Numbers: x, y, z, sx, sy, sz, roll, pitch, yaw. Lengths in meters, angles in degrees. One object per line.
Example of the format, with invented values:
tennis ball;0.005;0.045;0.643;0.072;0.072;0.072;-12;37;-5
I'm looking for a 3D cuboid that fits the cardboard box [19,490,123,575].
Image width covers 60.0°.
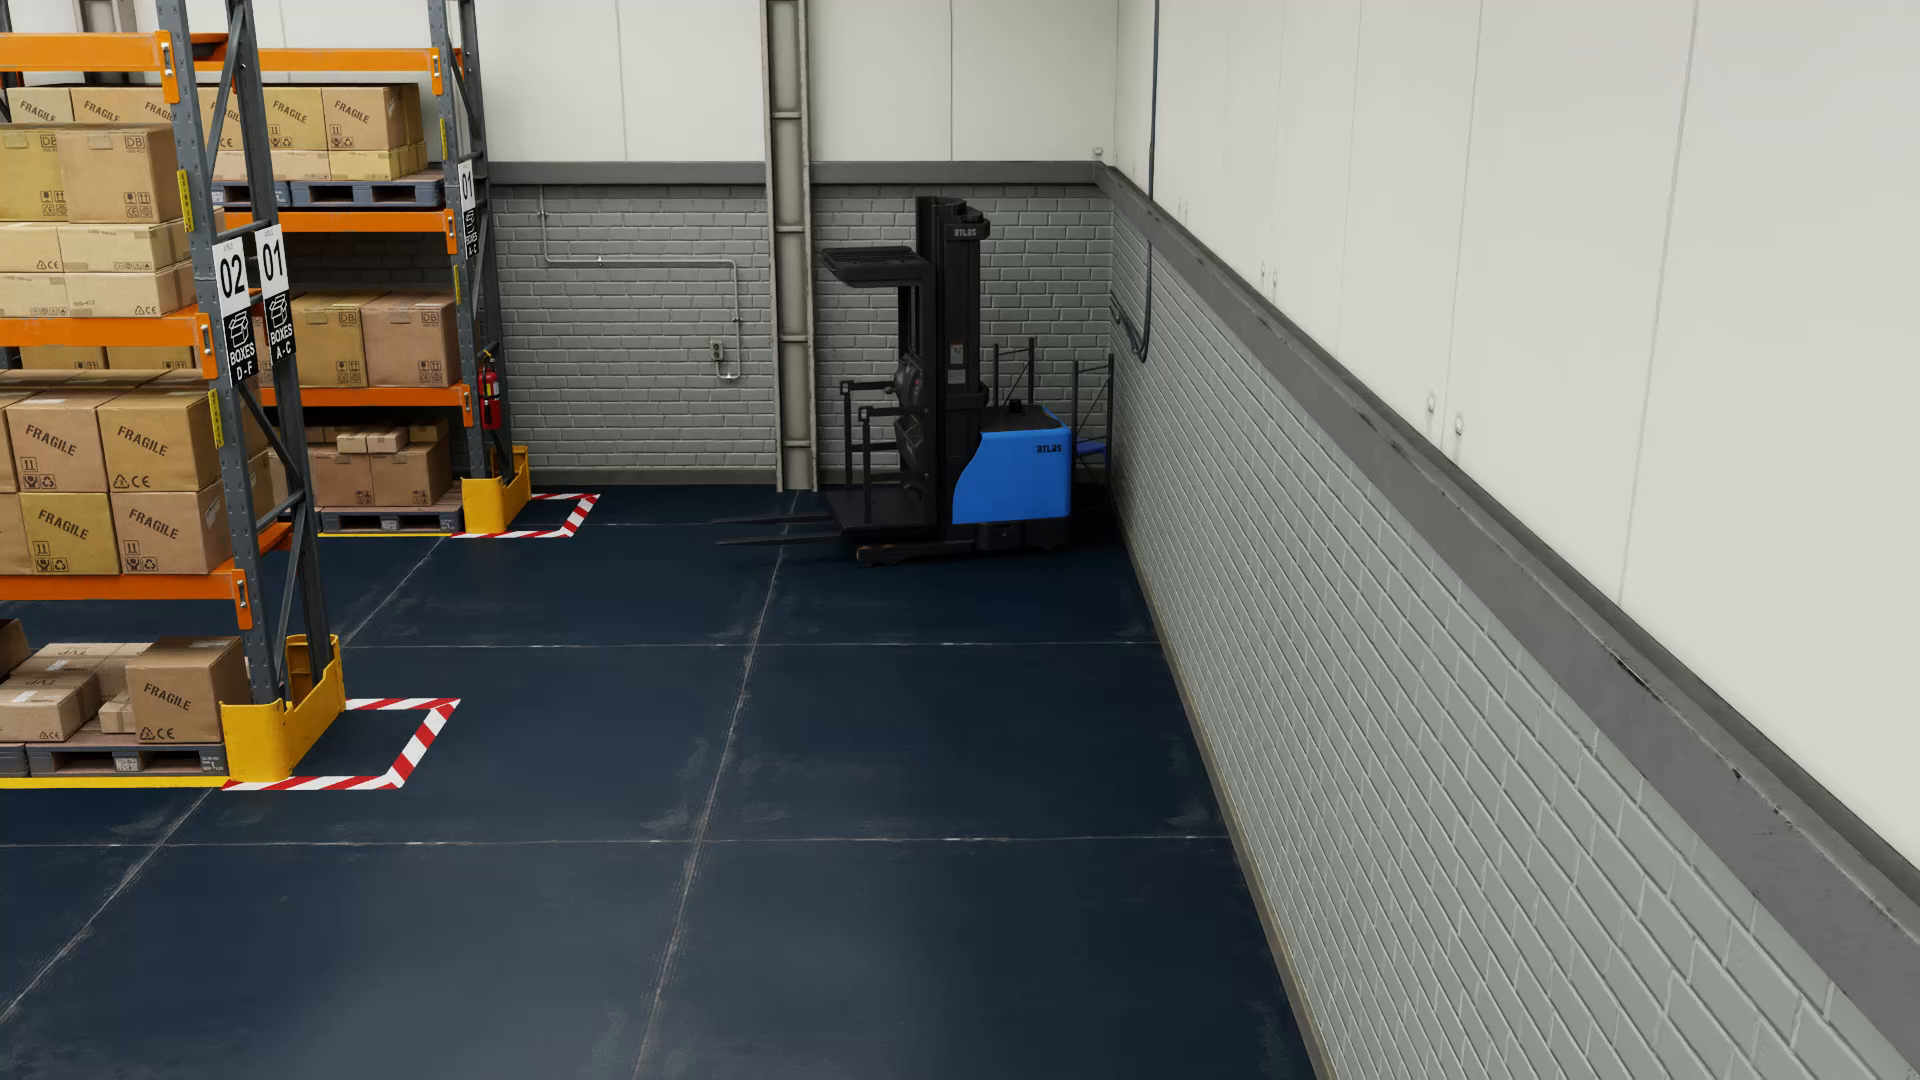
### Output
cardboard box;-5.132;-0.108;9.810;0.500;0.500;0.500;0;18;0

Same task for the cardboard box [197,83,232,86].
cardboard box;-6.517;-3.691;14.399;0.500;0.500;0.500;-1;18;-3

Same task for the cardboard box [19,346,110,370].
cardboard box;-7.708;-1.783;14.705;0.700;0.700;0.980;0;18;0

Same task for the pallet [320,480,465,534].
pallet;-5.050;-0.307;15.158;1.213;0.211;1.003;0;18;-1

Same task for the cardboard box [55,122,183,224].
cardboard box;-4.683;-2.094;9.453;0.500;0.500;0.700;0;18;-1

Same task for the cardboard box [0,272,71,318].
cardboard box;-5.179;-1.424;9.411;0.500;0.250;0.500;0;18;-1

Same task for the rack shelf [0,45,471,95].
rack shelf;-6.251;-3.976;14.043;4.000;0.370;1.077;0;18;-1

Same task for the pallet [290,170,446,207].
pallet;-4.993;-3.042;14.353;1.213;0.211;1.003;0;18;-1

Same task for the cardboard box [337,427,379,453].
cardboard box;-5.331;-0.889;14.752;0.250;0.149;0.380;0;18;1

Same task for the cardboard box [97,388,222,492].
cardboard box;-4.610;-0.587;9.666;0.500;0.500;0.500;0;18;-1

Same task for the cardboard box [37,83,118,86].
cardboard box;-7.556;-3.679;14.362;0.500;0.500;0.500;0;18;-1

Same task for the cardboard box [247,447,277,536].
cardboard box;-4.617;-0.275;10.331;0.500;0.500;0.500;0;18;0

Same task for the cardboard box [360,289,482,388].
cardboard box;-4.761;-1.800;14.756;0.700;0.700;0.980;1;18;2

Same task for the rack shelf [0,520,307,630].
rack shelf;-6.169;0.203;10.182;4.000;0.370;1.077;0;18;-1

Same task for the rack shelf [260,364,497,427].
rack shelf;-6.251;-1.310;14.898;4.000;0.370;1.077;0;18;-1

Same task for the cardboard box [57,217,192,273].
cardboard box;-4.679;-1.664;9.340;0.500;0.250;0.500;0;18;-1

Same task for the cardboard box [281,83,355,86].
cardboard box;-5.514;-3.694;14.408;0.500;0.500;0.500;-1;18;-2

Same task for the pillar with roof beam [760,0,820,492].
pillar with roof beam;-1.498;-3.481;10.668;0.400;9.000;9.100;0;18;-1

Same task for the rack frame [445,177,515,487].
rack frame;-4.252;-1.662;14.819;0.127;3.000;1.000;0;18;-1

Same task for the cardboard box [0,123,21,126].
cardboard box;-5.683;-2.082;9.417;0.500;0.500;0.700;0;18;-1

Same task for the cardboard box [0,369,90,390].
cardboard box;-5.640;-0.746;10.161;0.500;0.500;0.500;0;18;0

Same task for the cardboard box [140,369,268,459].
cardboard box;-4.617;-0.751;10.179;0.500;0.500;0.500;0;18;1

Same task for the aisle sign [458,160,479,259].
aisle sign;-4.175;-2.809;14.137;0.004;0.787;0.394;0;18;-1

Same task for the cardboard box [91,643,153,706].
cardboard box;-5.218;0.869;10.710;0.500;0.250;0.500;0;18;-1

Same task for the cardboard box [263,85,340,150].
cardboard box;-5.480;-3.538;13.922;0.500;0.500;0.500;0;18;1

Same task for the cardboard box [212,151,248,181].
cardboard box;-6.020;-3.175;14.019;0.500;0.250;0.500;-1;18;-3

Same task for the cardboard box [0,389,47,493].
cardboard box;-5.634;-0.580;9.645;0.500;0.500;0.500;0;18;1

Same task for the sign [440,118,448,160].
sign;-4.257;-3.309;13.720;0.005;0.325;0.100;0;18;-1

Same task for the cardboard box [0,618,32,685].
cardboard box;-6.291;0.839;10.390;0.637;0.503;0.797;0;18;-1

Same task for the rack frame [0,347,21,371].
rack frame;-8.251;-1.643;14.759;0.127;3.000;1.000;0;18;-1

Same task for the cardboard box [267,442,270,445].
cardboard box;-6.486;-0.628;15.000;0.500;0.500;0.700;0;18;0

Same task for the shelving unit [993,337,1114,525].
shelving unit;0.839;-1.013;15.250;0.538;1.500;1.048;-15;23;-40

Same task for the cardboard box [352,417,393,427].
cardboard box;-5.335;-1.006;15.115;0.250;0.149;0.380;0;18;-1

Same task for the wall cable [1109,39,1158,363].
wall cable;1.409;-2.958;14.121;0.112;2.526;3.097;0;18;-1

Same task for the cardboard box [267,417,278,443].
cardboard box;-6.349;-1.001;15.100;0.250;0.149;0.380;-1;18;-2

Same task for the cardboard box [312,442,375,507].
cardboard box;-5.450;-0.636;15.023;0.500;0.500;0.700;0;18;-1

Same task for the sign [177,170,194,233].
sign;-4.181;-1.830;8.980;0.005;0.325;0.100;0;18;-1

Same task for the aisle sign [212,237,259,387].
aisle sign;-4.097;-1.294;9.415;0.004;0.787;0.394;0;18;-1

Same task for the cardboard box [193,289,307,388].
cardboard box;-6.251;-1.792;14.731;0.700;0.700;0.980;-1;18;-4

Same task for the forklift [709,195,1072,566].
forklift;-0.614;-1.354;13.969;3.031;2.935;1.130;-4;18;-12

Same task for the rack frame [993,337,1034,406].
rack frame;0.499;-1.128;15.610;0.500;1.500;0.032;-15;23;-40

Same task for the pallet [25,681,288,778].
pallet;-5.043;1.183;10.514;1.213;0.211;1.003;0;18;-1

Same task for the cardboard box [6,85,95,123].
cardboard box;-7.534;-3.522;13.873;0.500;0.500;0.500;0;18;-1

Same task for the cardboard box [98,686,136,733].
cardboard box;-5.116;1.043;10.305;0.250;0.166;0.380;0;18;-1

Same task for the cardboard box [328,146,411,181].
cardboard box;-4.980;-3.182;14.040;0.500;0.250;0.500;0;18;1

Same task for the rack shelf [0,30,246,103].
rack shelf;-6.169;-2.652;9.266;4.000;0.370;1.077;0;18;-1

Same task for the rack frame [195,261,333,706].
rack frame;-4.170;-0.149;10.102;0.127;3.000;1.000;0;18;-1

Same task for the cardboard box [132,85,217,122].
cardboard box;-6.526;-3.531;13.899;0.500;0.500;0.500;0;18;-1

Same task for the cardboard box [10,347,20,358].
cardboard box;-8.715;-1.916;14.928;0.500;0.500;0.500;-1;18;-3

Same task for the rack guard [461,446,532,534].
rack guard;-4.228;-0.472;15.201;0.348;0.500;1.175;0;18;-1

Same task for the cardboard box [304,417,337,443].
cardboard box;-5.839;-1.003;15.108;0.250;0.149;0.380;0;18;0
